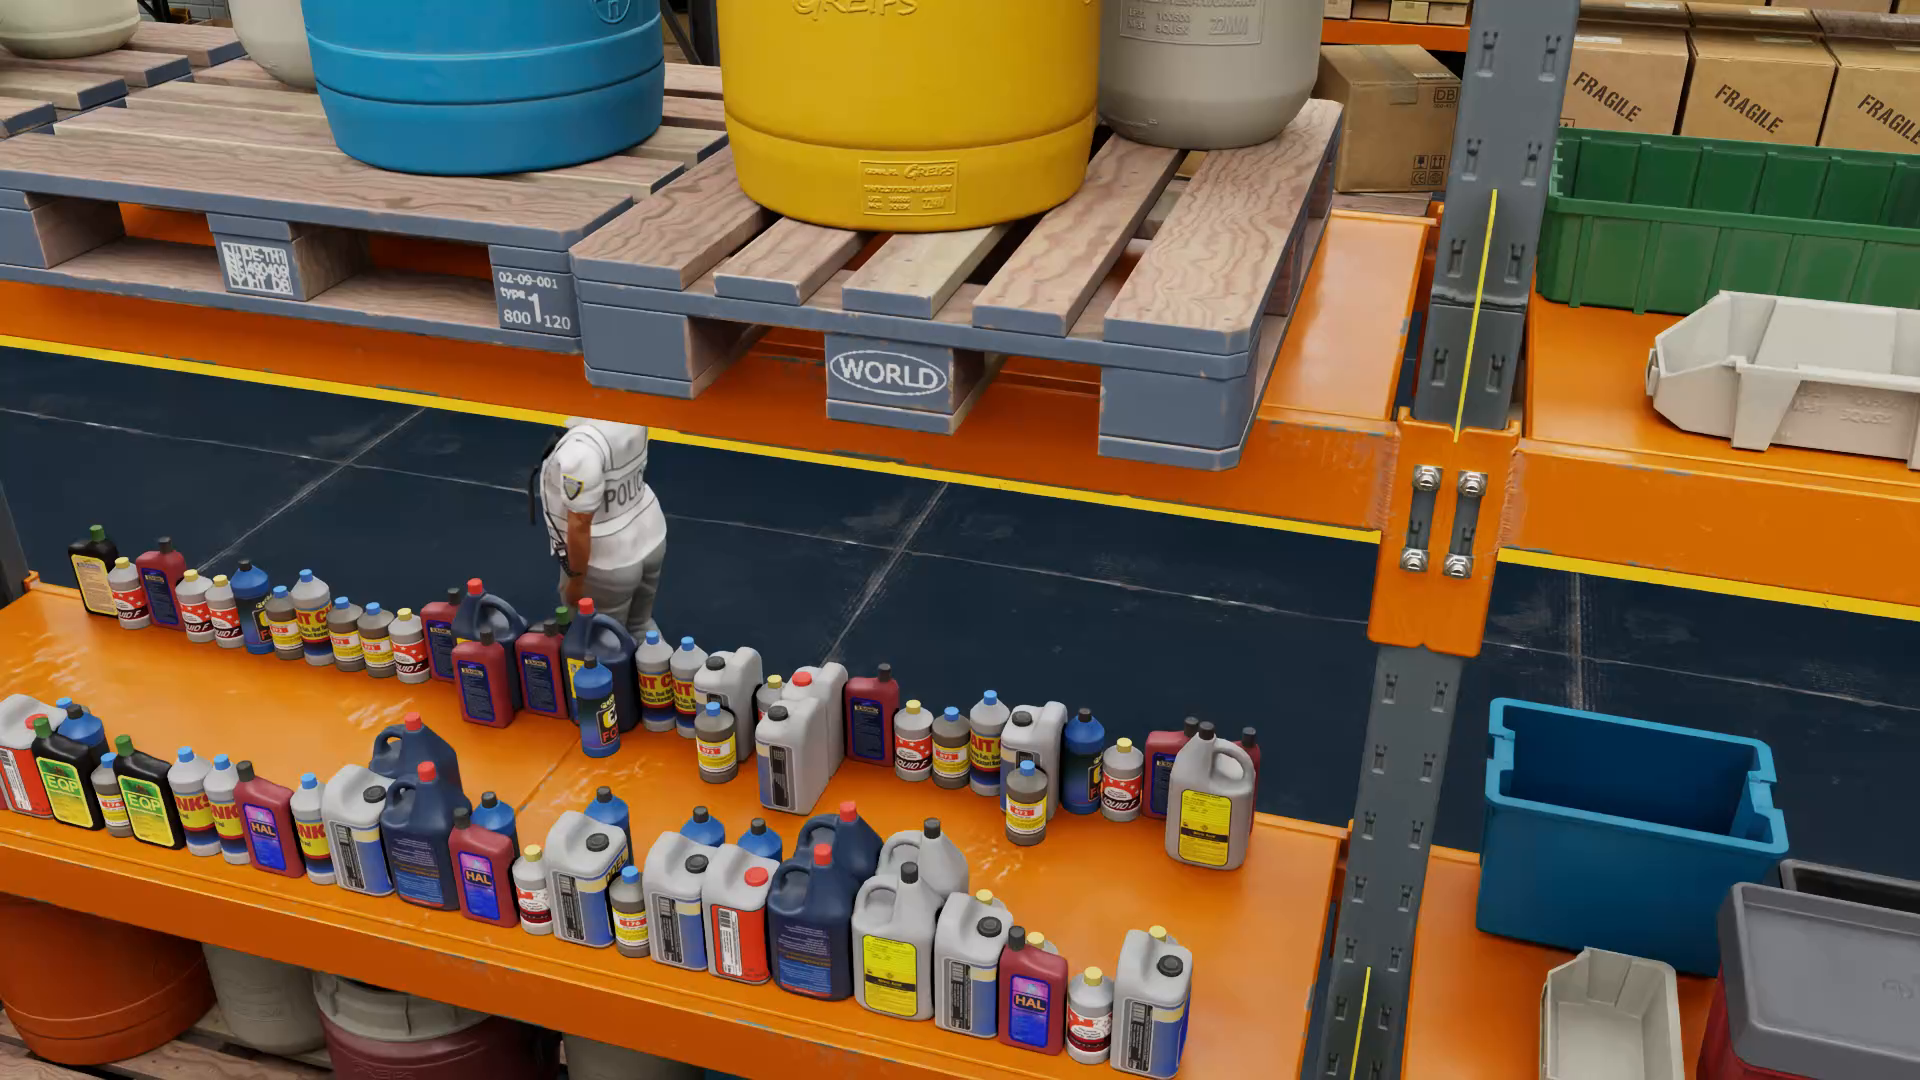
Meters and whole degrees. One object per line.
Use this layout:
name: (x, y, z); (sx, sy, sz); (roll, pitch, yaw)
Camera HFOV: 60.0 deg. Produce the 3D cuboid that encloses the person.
person: (-1.284, 0.061, 6.026); (0.390, 1.659, 0.469); (9, 31, 16)
